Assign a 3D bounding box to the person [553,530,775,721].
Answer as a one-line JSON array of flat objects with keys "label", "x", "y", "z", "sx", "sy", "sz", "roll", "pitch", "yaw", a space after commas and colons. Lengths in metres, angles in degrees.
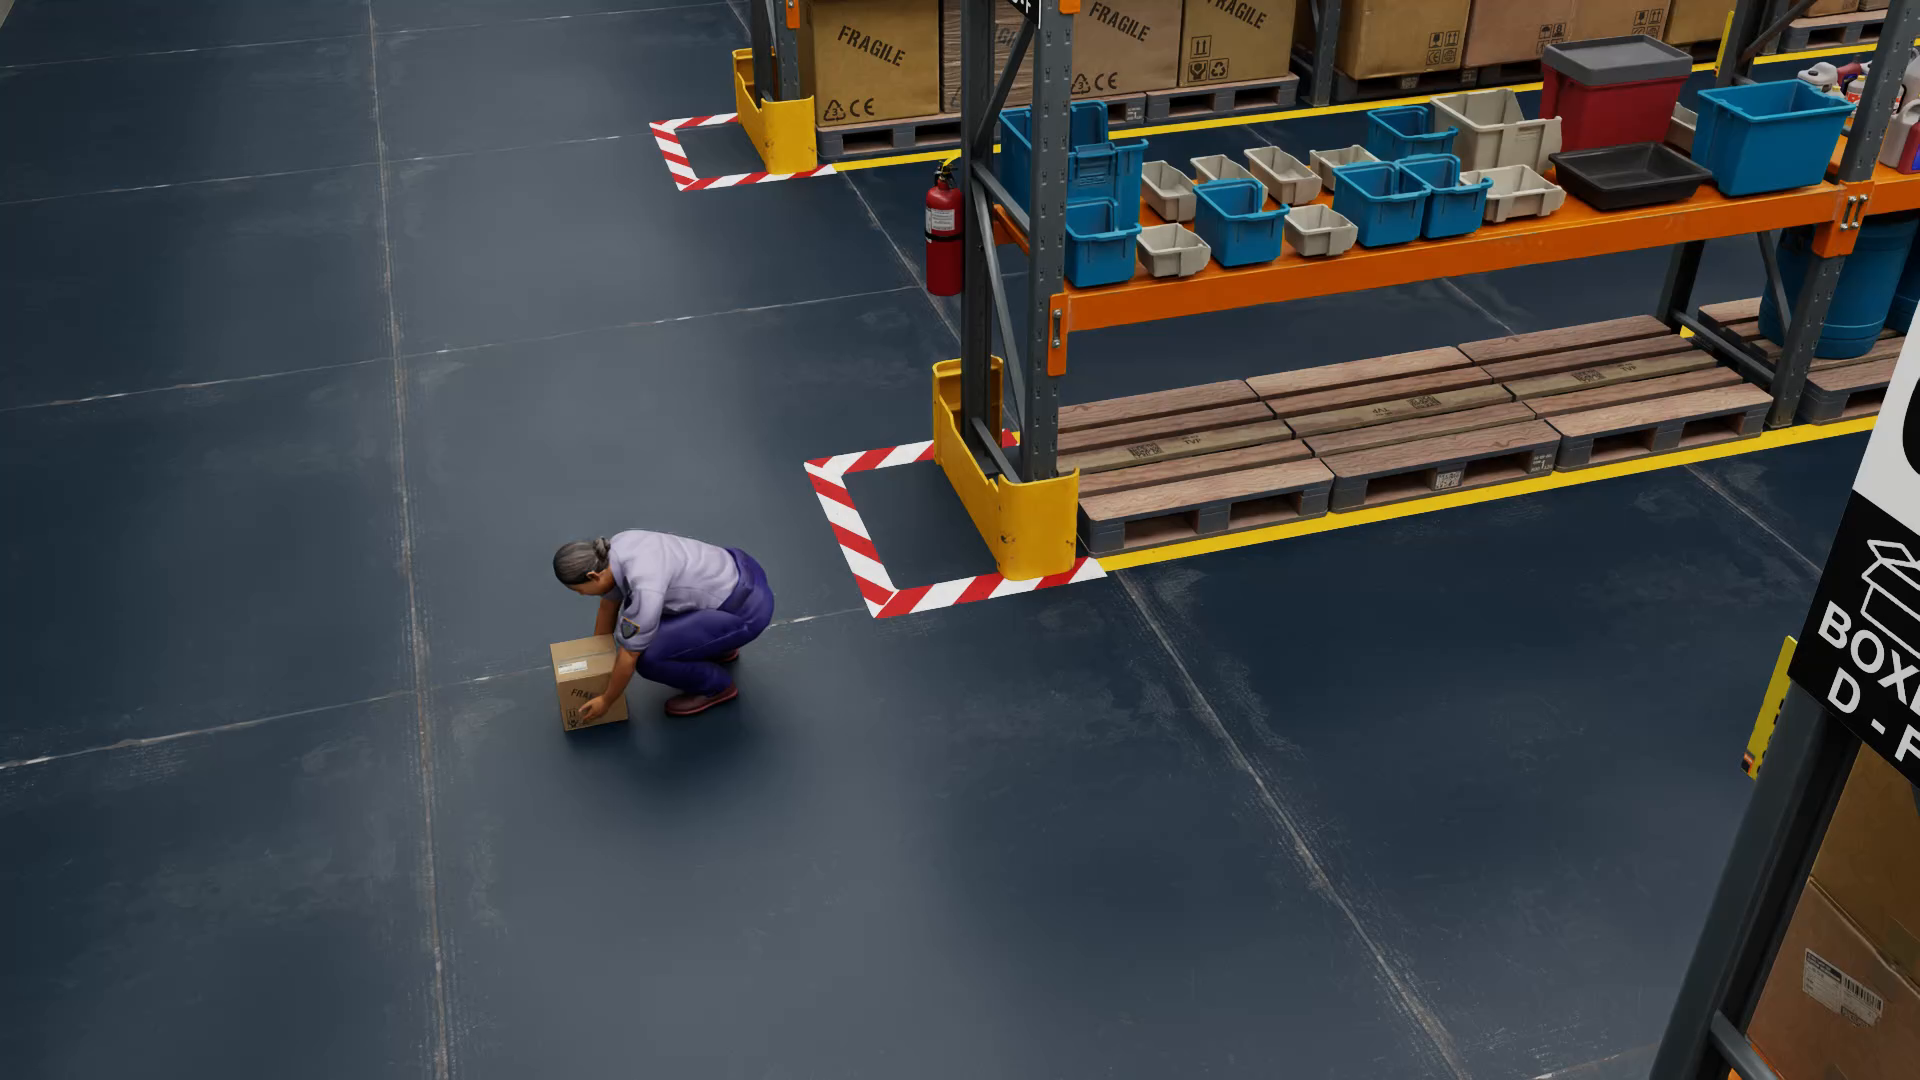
[{"label": "person", "x": -1.141, "y": 0.270, "z": 6.506, "sx": 0.823, "sy": 0.819, "sz": 0.520, "roll": -10, "pitch": 35, "yaw": -14}]
